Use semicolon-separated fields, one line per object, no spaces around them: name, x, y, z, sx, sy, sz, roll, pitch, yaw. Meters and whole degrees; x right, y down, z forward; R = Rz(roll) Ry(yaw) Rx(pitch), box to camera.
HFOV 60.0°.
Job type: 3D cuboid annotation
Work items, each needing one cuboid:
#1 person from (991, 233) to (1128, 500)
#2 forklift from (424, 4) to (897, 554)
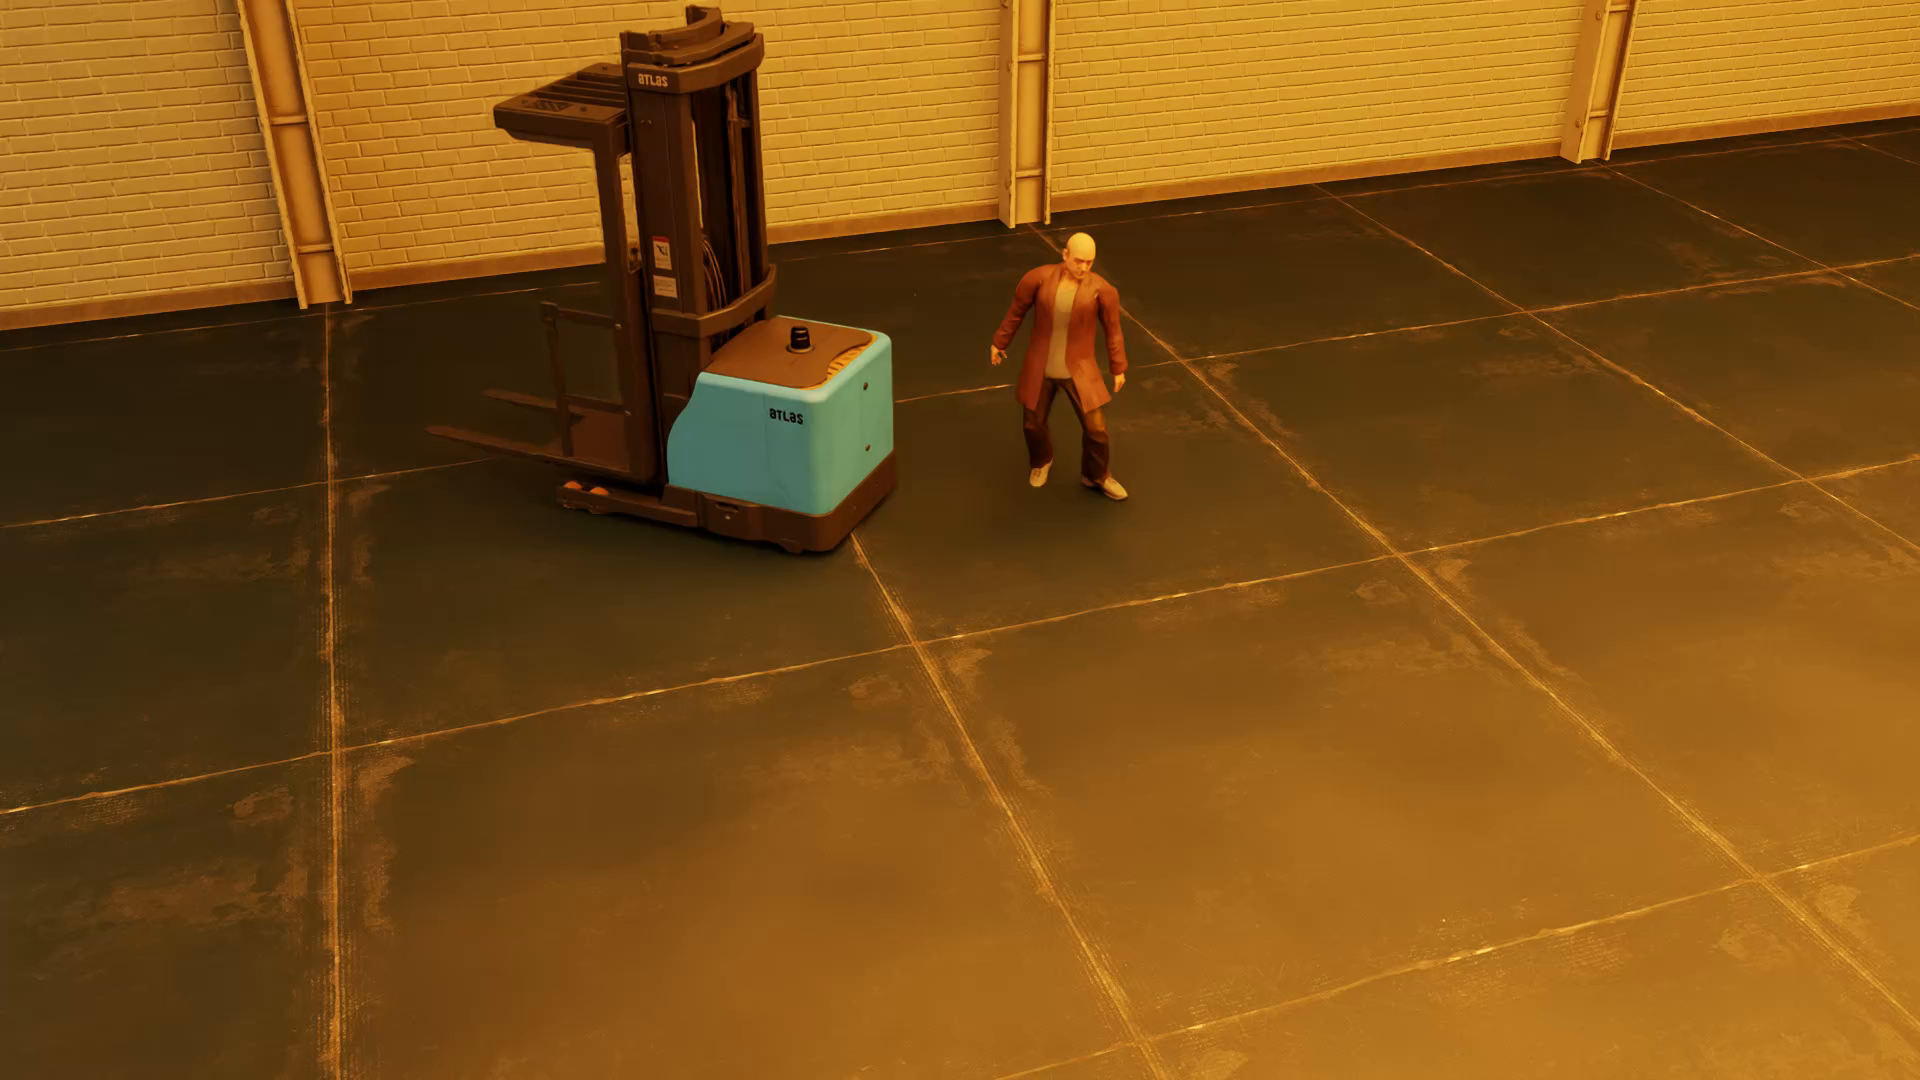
person;0.631;-1.078;10.238;0.934;1.759;0.552;8;31;14
forklift;-1.967;-1.656;9.965;3.031;2.935;1.130;12;32;20
